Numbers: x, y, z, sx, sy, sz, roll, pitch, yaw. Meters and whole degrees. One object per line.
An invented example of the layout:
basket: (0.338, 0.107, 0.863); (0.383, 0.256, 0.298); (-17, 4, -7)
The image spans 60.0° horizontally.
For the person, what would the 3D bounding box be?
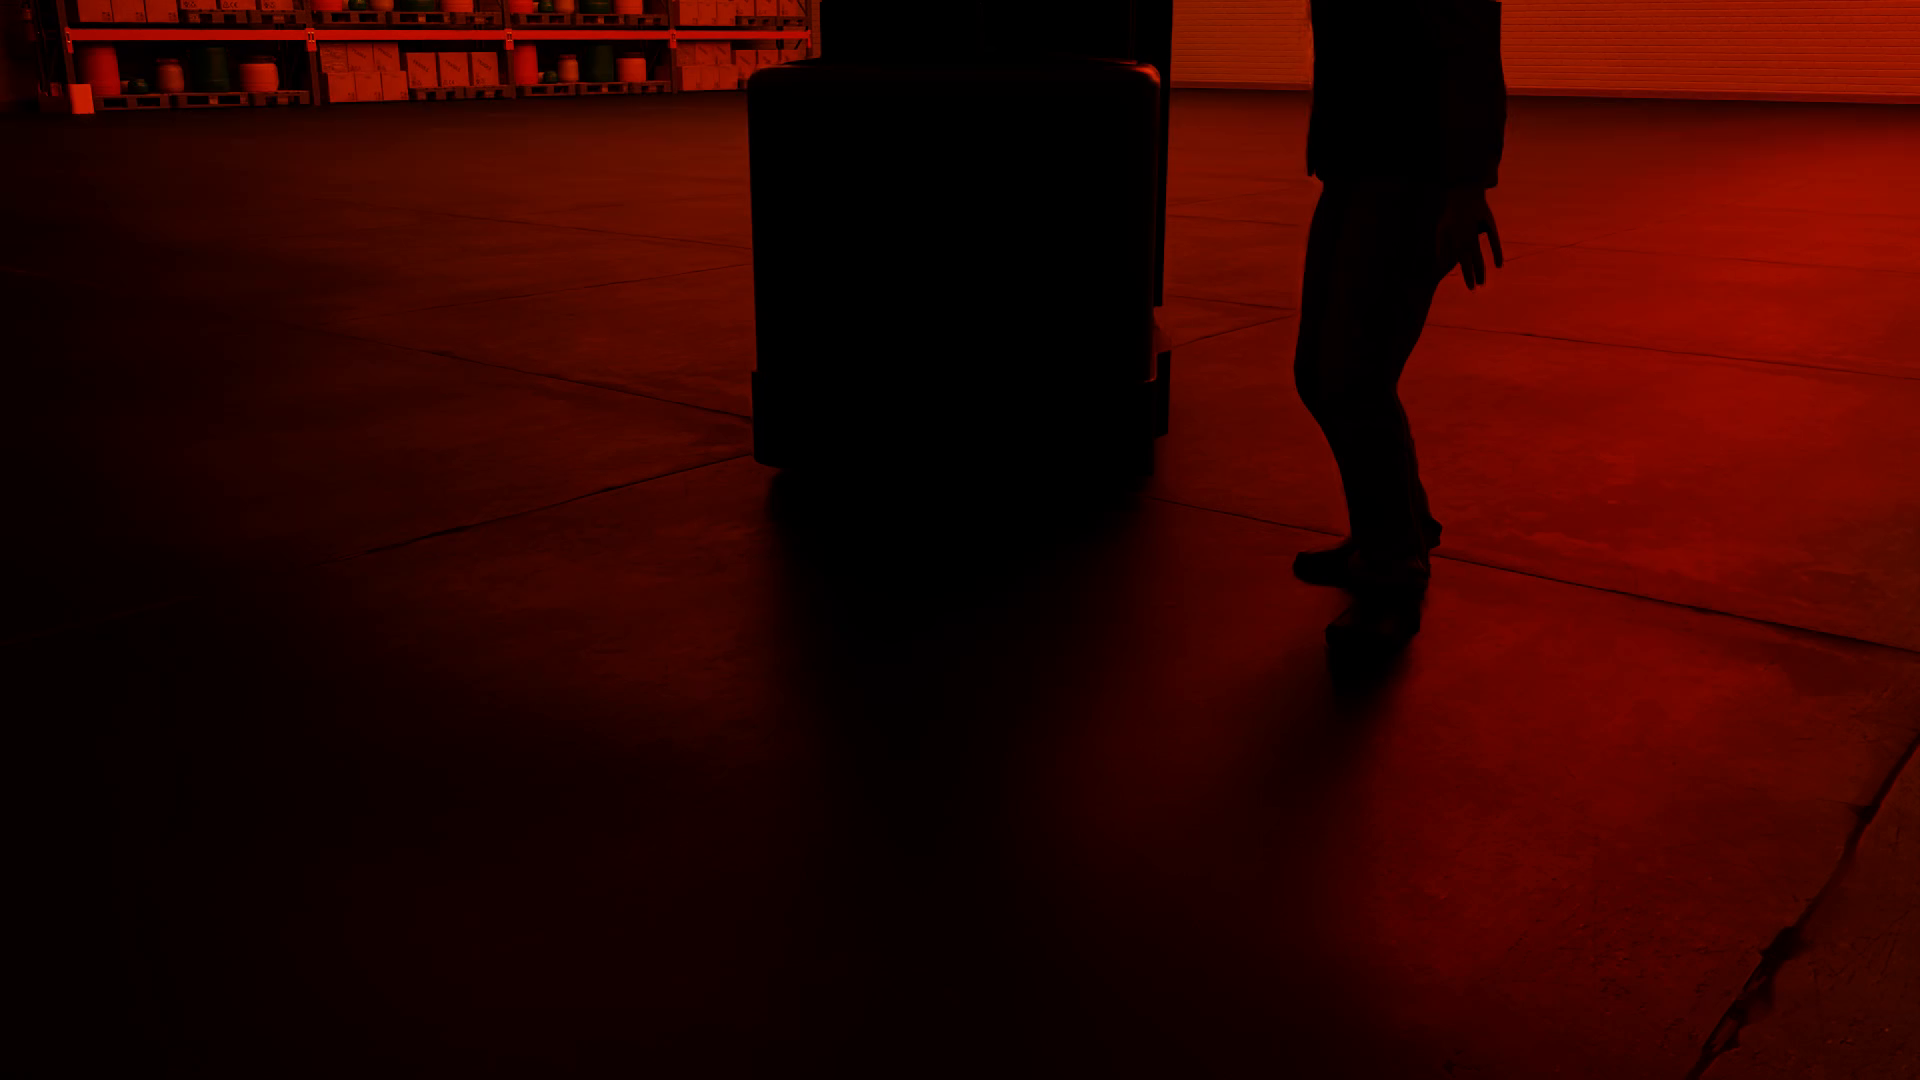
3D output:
person: (0.871, -0.691, 3.333); (0.399, 1.694, 0.853); (-1, 17, -2)

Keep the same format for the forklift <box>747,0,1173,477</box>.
forklift: (0.140, -1.943, 5.296); (1.130, 2.935, 3.031); (2, 17, 6)
